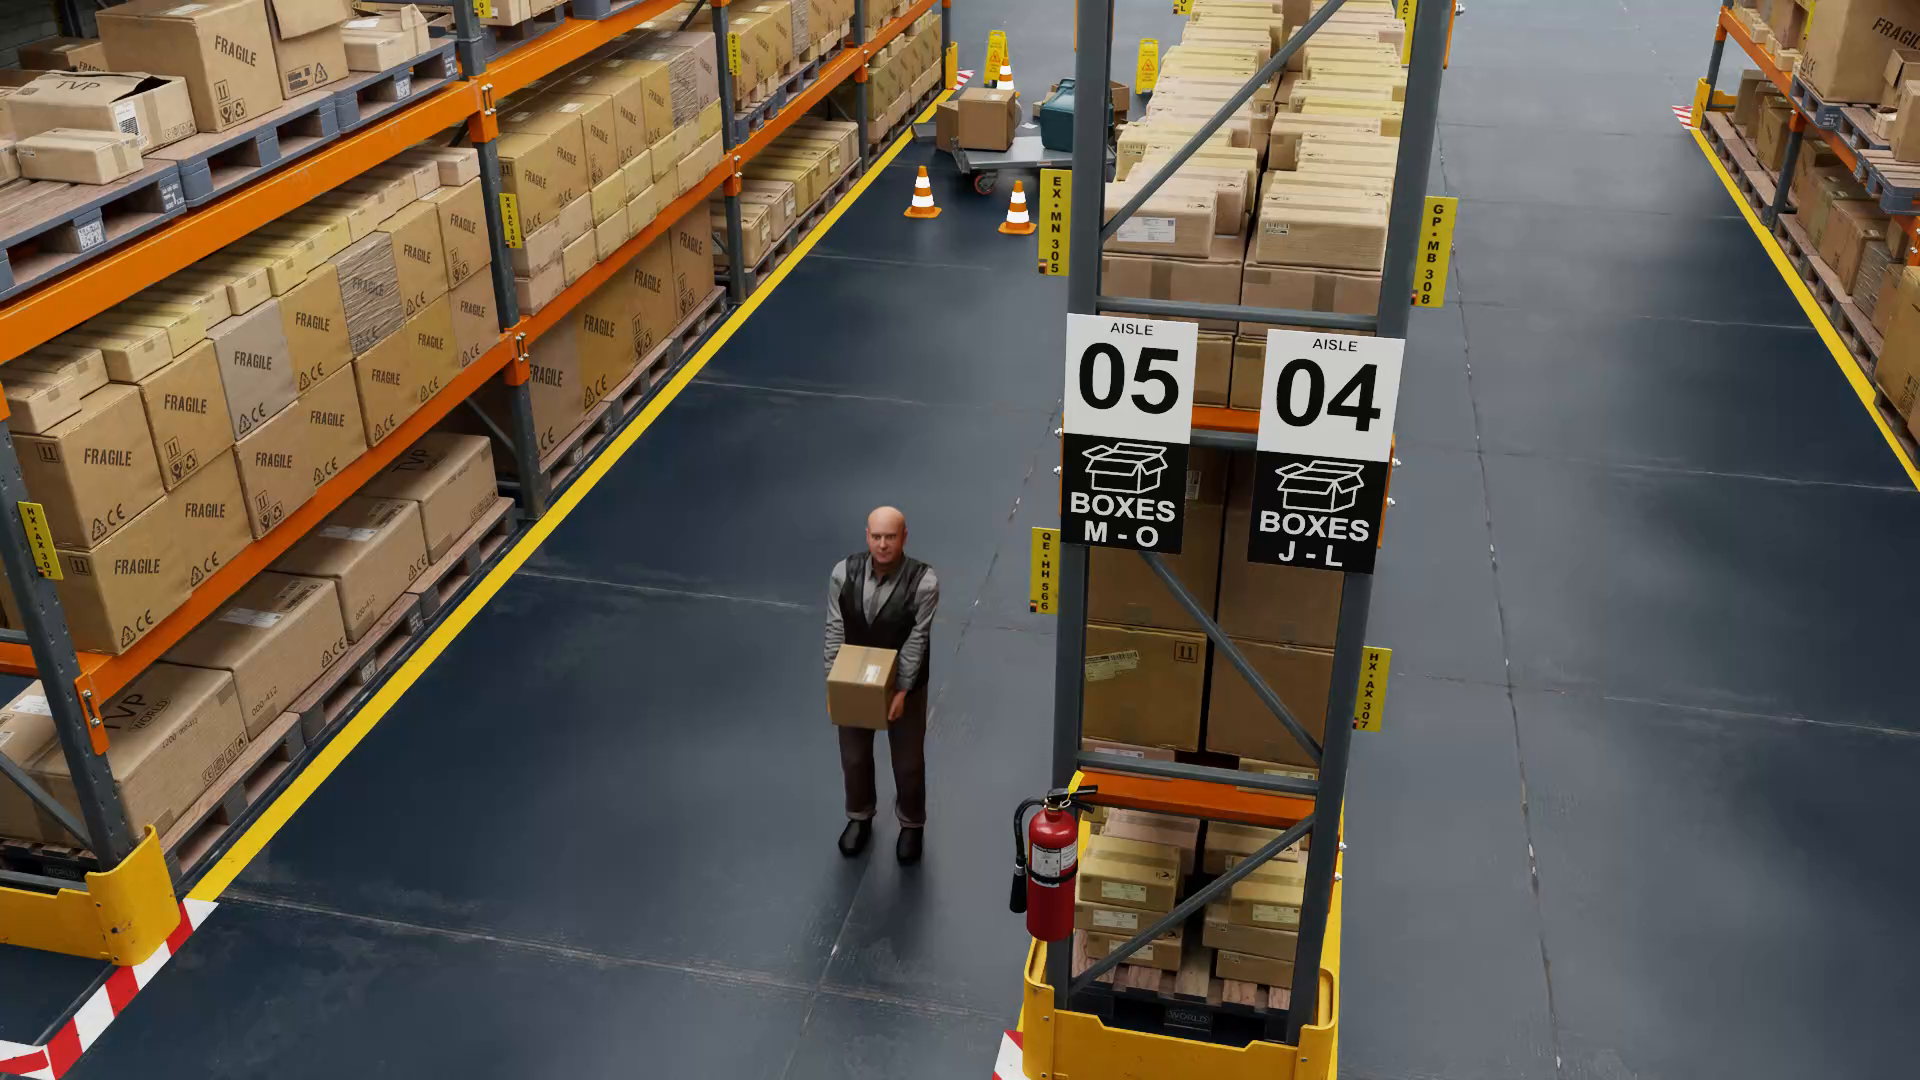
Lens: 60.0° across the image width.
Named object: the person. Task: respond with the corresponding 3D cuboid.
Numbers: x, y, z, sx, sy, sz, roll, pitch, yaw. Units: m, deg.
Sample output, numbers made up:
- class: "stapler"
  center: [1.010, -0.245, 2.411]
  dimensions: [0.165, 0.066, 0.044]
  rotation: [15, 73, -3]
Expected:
- class: "person"
  center: [-0.356, 0.693, 7.387]
  dimensions: [0.494, 1.711, 0.560]
  rotation: [6, 29, 10]
